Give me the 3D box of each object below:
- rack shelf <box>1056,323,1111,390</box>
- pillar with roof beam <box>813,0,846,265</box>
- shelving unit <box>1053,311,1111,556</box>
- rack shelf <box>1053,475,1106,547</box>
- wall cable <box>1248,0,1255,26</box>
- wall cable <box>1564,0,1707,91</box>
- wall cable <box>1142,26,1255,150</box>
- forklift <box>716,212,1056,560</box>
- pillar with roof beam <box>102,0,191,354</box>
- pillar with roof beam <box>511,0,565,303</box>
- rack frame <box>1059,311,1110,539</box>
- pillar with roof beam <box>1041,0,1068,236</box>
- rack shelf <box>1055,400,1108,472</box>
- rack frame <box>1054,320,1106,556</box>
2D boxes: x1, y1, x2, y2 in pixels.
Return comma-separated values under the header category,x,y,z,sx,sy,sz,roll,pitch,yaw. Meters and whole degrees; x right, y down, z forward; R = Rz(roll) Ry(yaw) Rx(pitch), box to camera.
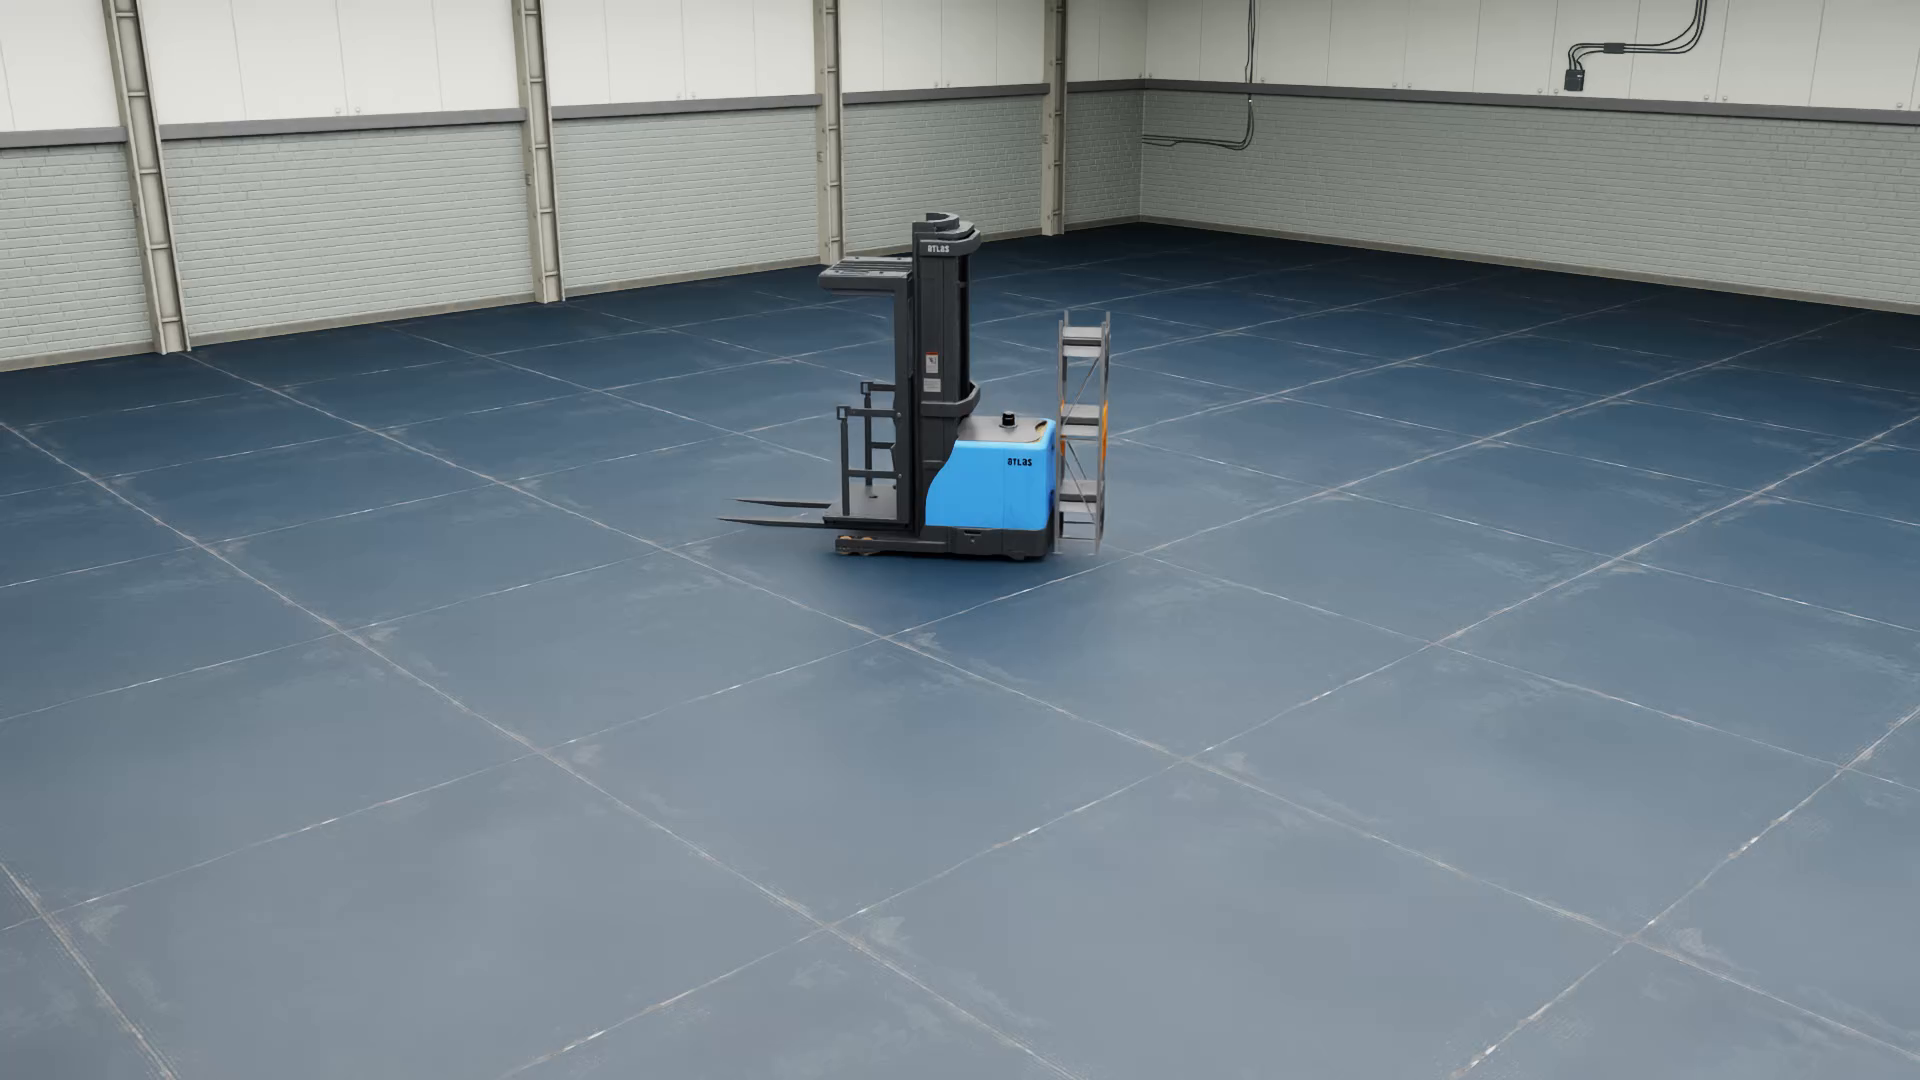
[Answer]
category,x,y,z,sx,sy,sz,roll,pitch,yaw
rack shelf,1.081,-1.595,14.538,0.431,0.518,0.480,3,18,8
pillar with roof beam,0.560,-8.530,26.969,0.400,9.000,9.100,-16,24,-41
shelving unit,1.079,-0.942,14.750,0.431,2.100,0.503,3,18,8
rack shelf,1.077,-0.264,14.970,0.431,0.518,0.480,3,18,8
wall cable,6.869,-11.413,32.707,0.112,2.526,3.097,-16,24,-41
wall cable,11.522,-10.581,27.781,0.169,6.003,2.305,-16,24,-41
wall cable,5.011,-9.617,35.356,0.112,2.526,3.097,-16,24,-41
forklift,-0.673,-1.409,14.842,3.031,2.935,1.130,3,18,8
pillar with roof beam,-8.160,-5.987,19.126,0.400,9.000,9.100,-16,24,-41
pillar with roof beam,-3.800,-7.259,23.048,0.400,9.000,9.100,-16,24,-41
rack frame,1.117,-1.017,14.979,0.400,2.100,0.015,3,18,8
pillar with roof beam,4.919,-9.802,30.890,0.400,9.000,9.100,-16,24,-41
rack shelf,1.079,-0.929,14.754,0.431,0.518,0.480,3,18,8
rack frame,1.042,-0.868,14.520,0.400,2.100,0.015,3,18,8
